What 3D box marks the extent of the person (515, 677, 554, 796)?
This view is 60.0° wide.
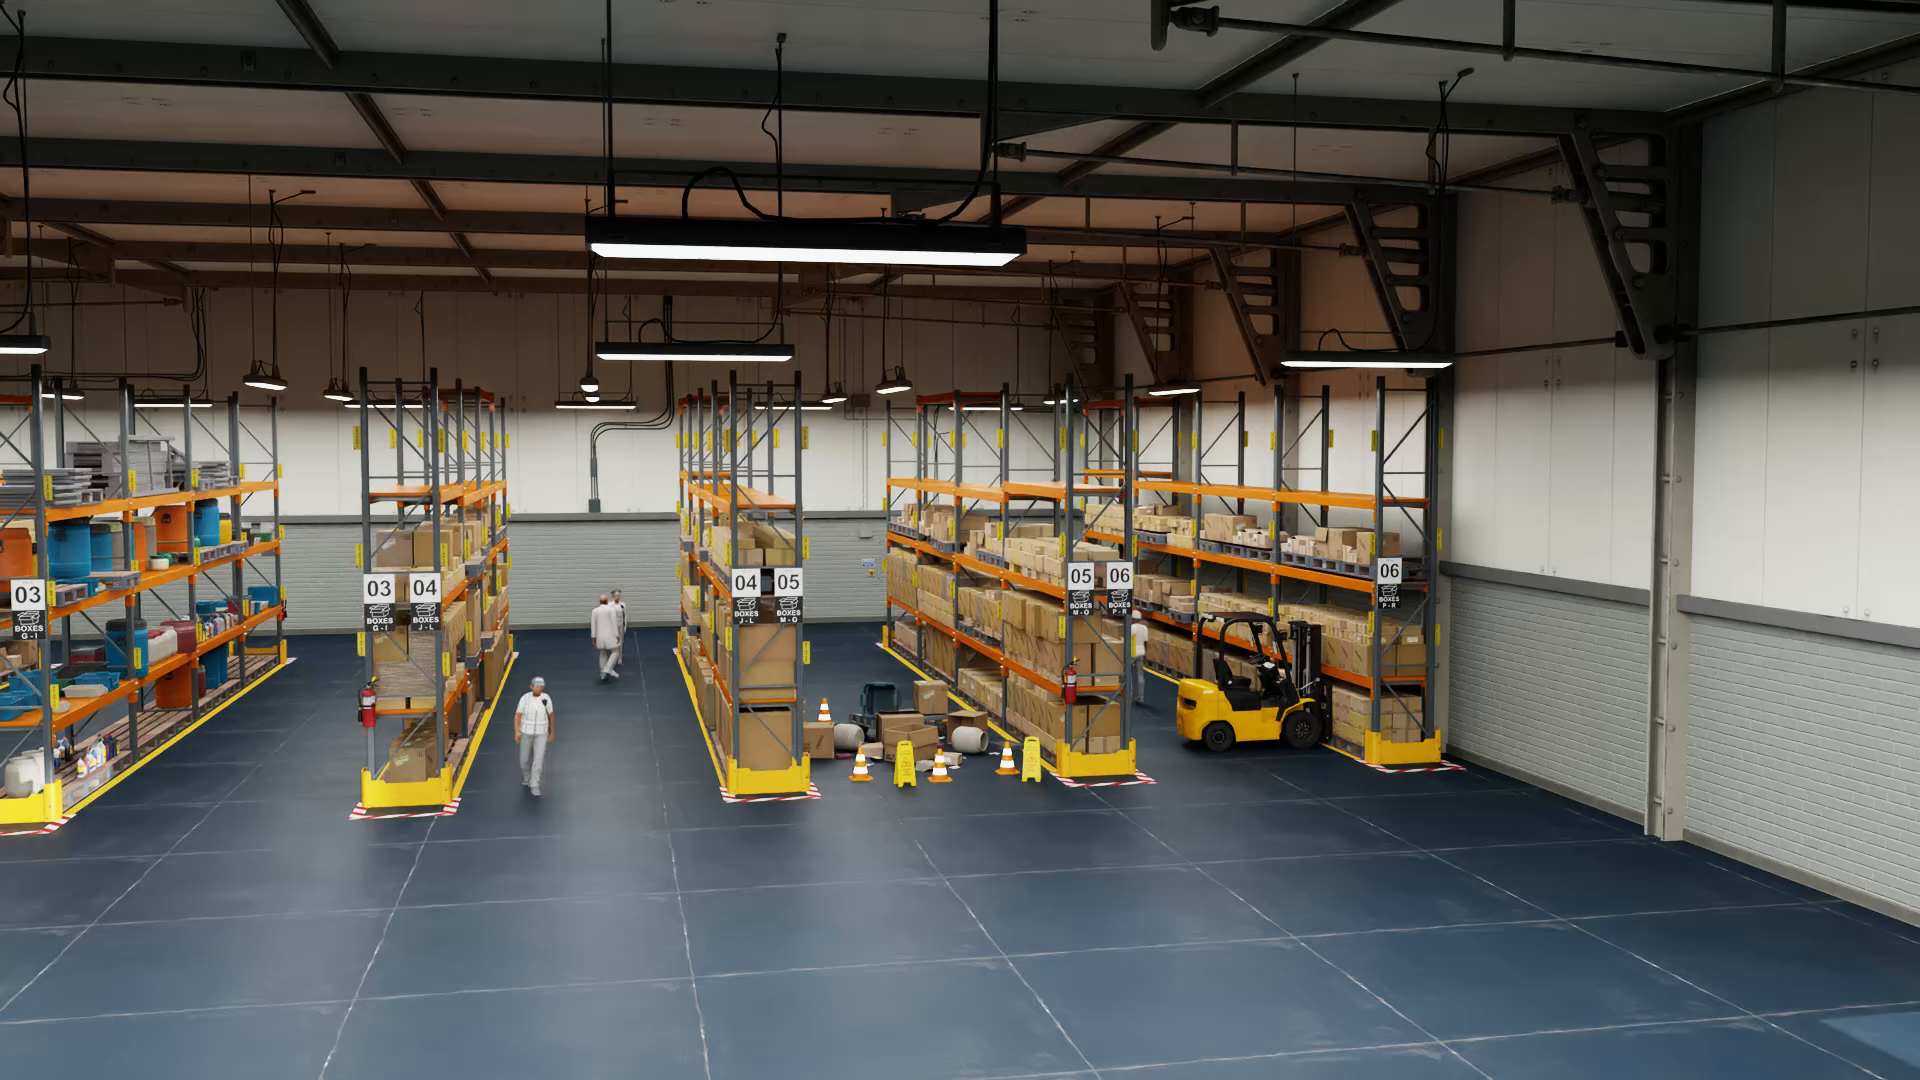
[{"bbox_3d":[-6.082,2.775,23.776,0.565,1.633,0.845,-1,4,-19],"label":"person"}]

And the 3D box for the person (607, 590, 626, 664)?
[{"bbox_3d":[-7.762,1.930,37.394,0.474,1.630,0.983,0,3,-7],"label":"person"}]

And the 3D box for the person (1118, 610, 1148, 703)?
[{"bbox_3d":[3.373,2.249,31.845,0.580,1.806,0.604,-1,4,-22],"label":"person"}]

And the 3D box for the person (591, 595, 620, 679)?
[{"bbox_3d":[-7.455,2.040,34.885,0.621,1.775,0.569,1,3,10],"label":"person"}]
